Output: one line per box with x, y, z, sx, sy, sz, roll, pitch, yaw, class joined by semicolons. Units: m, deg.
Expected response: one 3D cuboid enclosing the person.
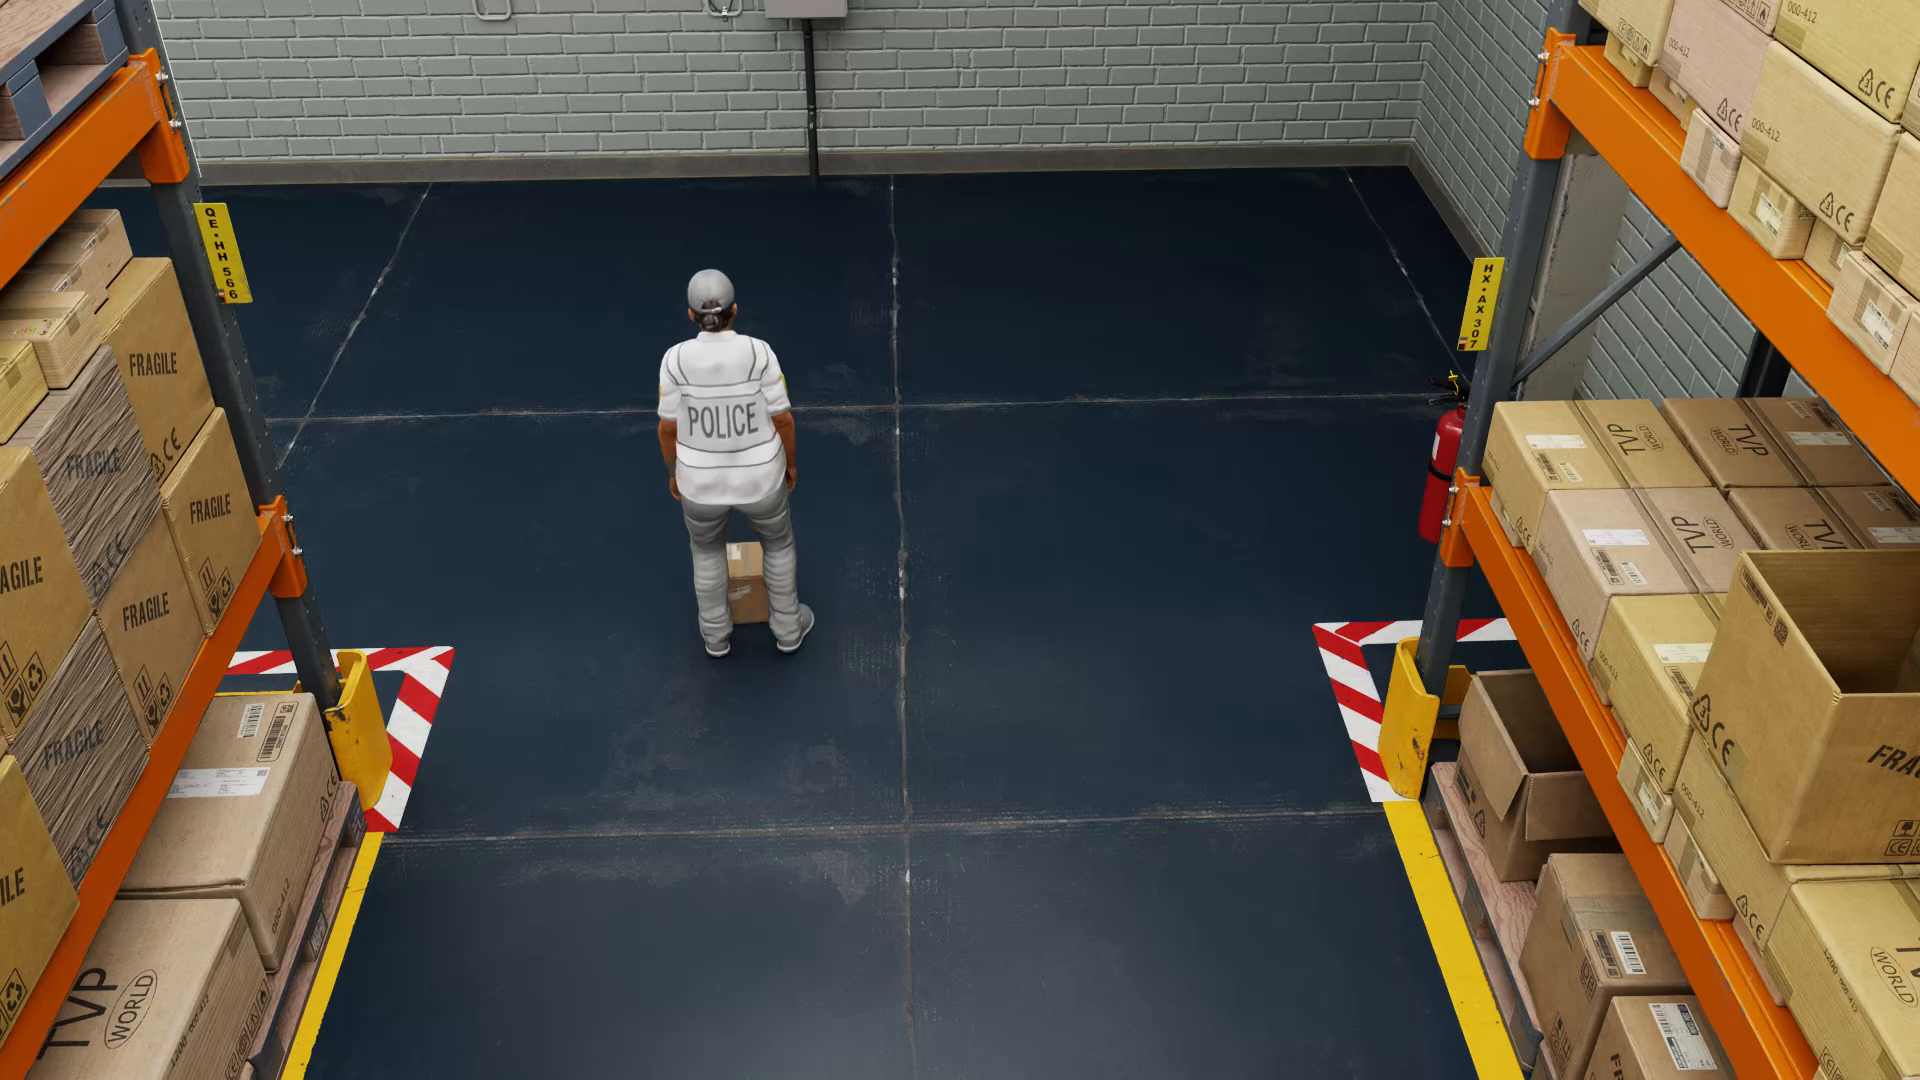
-0.883;-0.268;6.517;0.543;1.665;0.466;-3;36;-4;person
